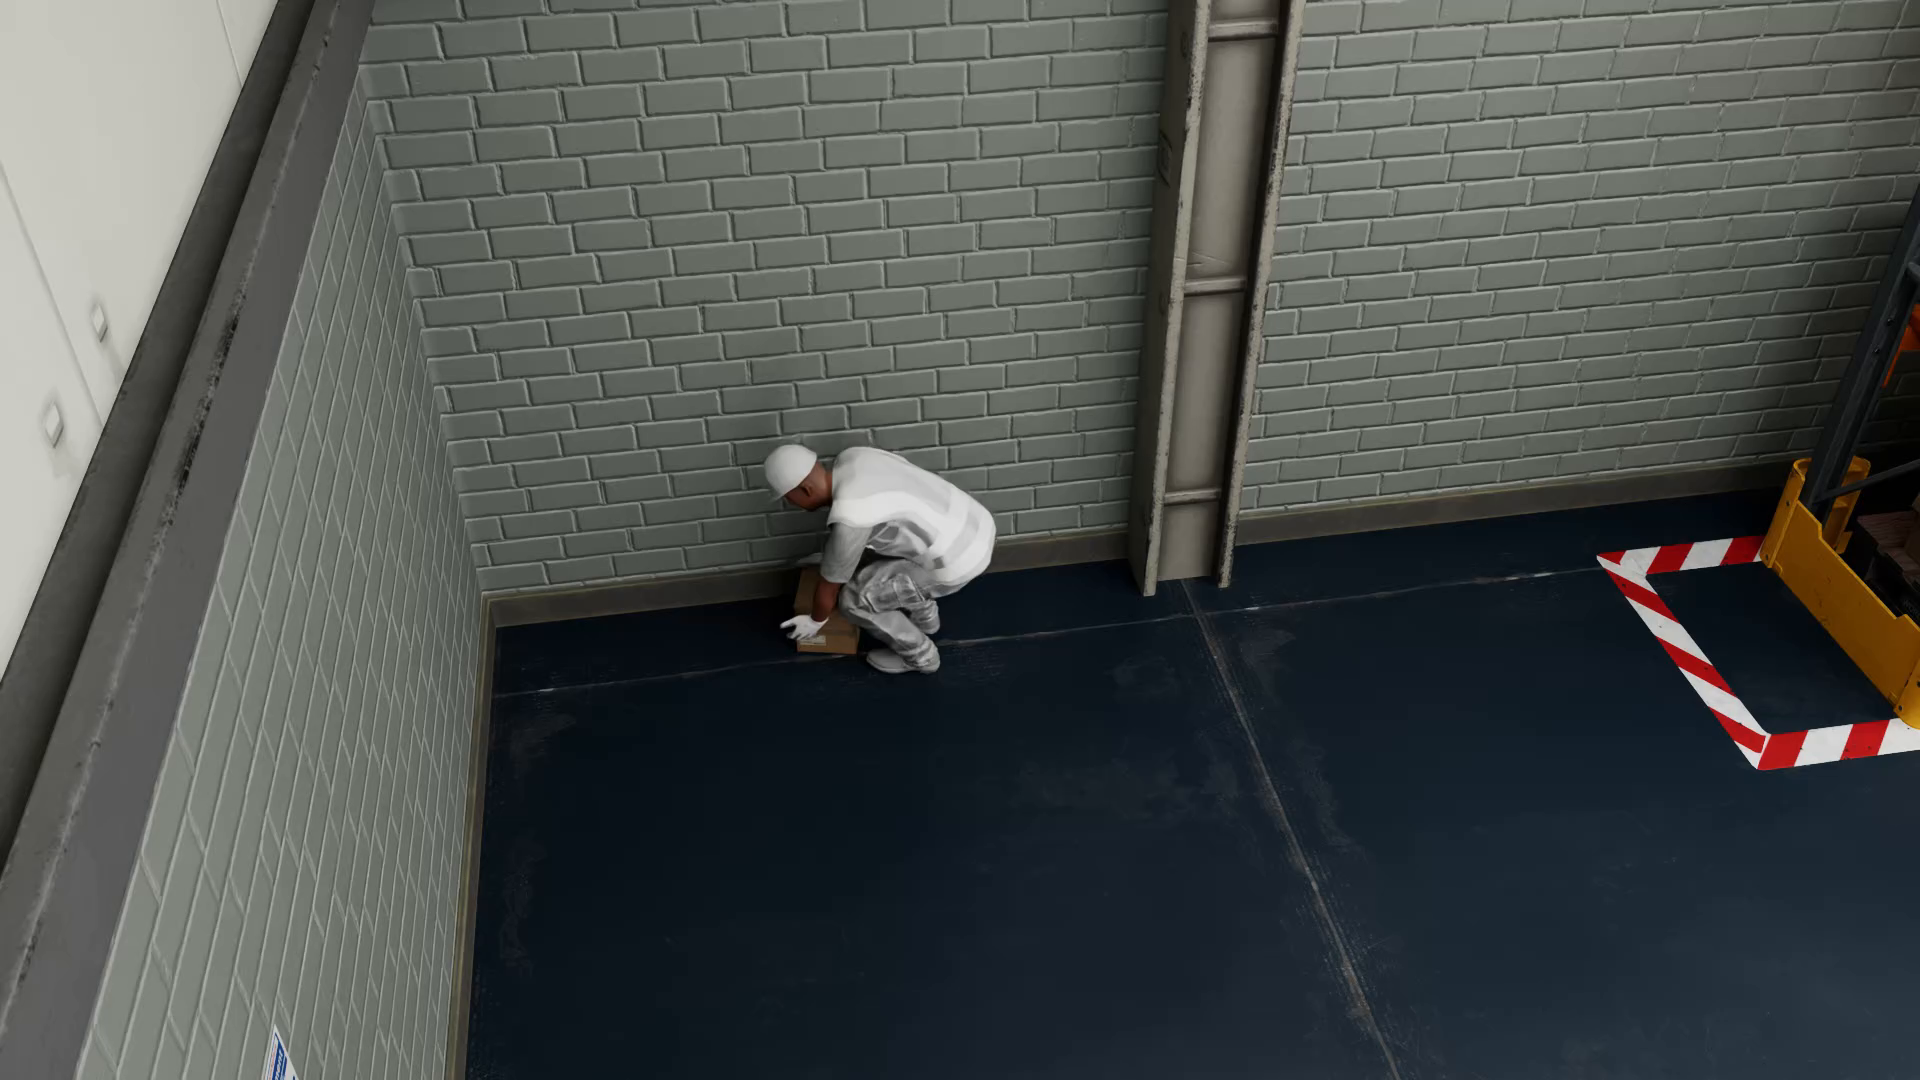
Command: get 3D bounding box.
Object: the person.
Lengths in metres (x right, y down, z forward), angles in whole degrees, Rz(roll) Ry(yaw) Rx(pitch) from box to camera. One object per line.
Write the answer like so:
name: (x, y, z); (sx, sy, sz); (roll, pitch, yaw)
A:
person: (-0.314, 0.060, 6.684); (0.893, 1.016, 0.574); (6, 39, 7)
